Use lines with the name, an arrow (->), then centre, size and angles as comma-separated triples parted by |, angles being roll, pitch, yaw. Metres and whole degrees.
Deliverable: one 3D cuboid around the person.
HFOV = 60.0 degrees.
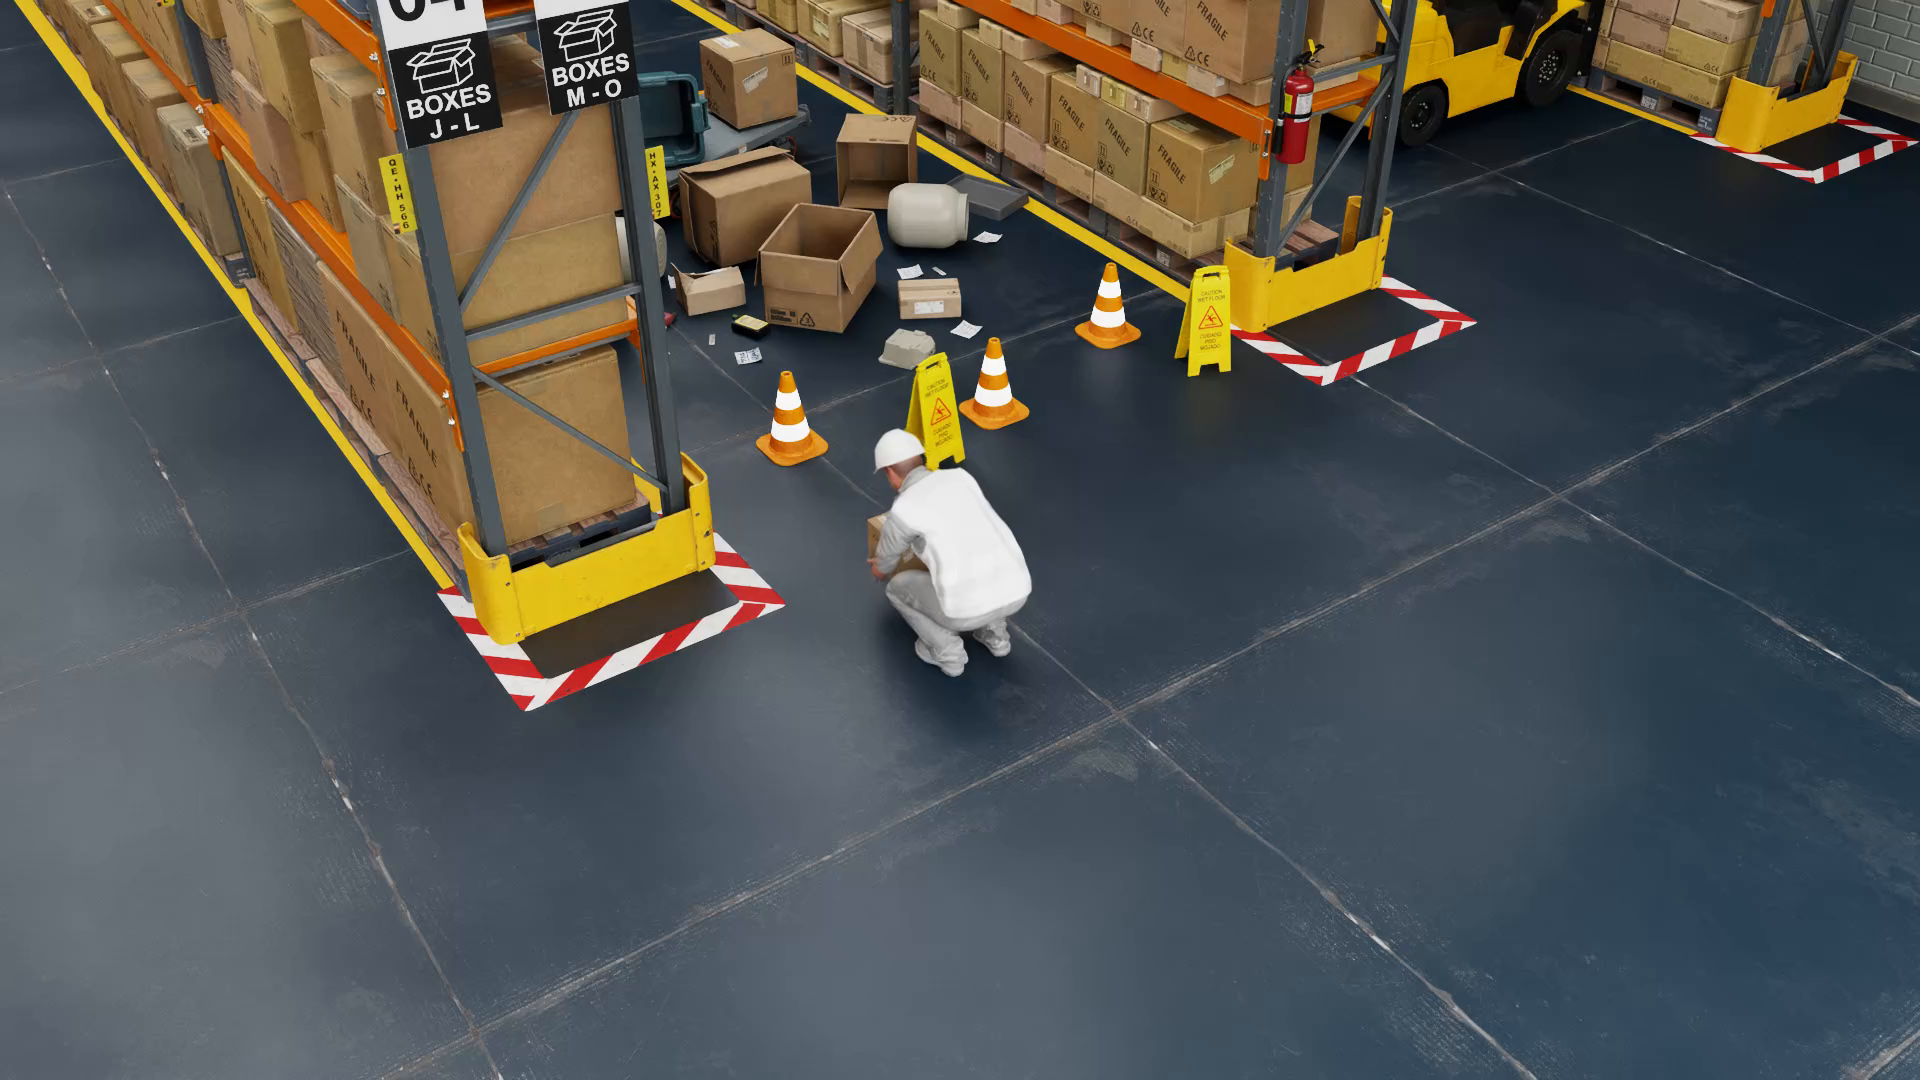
person -> -0.073, 0.046, 7.576 | 0.524, 1.011, 0.881 | -23, 42, -28
